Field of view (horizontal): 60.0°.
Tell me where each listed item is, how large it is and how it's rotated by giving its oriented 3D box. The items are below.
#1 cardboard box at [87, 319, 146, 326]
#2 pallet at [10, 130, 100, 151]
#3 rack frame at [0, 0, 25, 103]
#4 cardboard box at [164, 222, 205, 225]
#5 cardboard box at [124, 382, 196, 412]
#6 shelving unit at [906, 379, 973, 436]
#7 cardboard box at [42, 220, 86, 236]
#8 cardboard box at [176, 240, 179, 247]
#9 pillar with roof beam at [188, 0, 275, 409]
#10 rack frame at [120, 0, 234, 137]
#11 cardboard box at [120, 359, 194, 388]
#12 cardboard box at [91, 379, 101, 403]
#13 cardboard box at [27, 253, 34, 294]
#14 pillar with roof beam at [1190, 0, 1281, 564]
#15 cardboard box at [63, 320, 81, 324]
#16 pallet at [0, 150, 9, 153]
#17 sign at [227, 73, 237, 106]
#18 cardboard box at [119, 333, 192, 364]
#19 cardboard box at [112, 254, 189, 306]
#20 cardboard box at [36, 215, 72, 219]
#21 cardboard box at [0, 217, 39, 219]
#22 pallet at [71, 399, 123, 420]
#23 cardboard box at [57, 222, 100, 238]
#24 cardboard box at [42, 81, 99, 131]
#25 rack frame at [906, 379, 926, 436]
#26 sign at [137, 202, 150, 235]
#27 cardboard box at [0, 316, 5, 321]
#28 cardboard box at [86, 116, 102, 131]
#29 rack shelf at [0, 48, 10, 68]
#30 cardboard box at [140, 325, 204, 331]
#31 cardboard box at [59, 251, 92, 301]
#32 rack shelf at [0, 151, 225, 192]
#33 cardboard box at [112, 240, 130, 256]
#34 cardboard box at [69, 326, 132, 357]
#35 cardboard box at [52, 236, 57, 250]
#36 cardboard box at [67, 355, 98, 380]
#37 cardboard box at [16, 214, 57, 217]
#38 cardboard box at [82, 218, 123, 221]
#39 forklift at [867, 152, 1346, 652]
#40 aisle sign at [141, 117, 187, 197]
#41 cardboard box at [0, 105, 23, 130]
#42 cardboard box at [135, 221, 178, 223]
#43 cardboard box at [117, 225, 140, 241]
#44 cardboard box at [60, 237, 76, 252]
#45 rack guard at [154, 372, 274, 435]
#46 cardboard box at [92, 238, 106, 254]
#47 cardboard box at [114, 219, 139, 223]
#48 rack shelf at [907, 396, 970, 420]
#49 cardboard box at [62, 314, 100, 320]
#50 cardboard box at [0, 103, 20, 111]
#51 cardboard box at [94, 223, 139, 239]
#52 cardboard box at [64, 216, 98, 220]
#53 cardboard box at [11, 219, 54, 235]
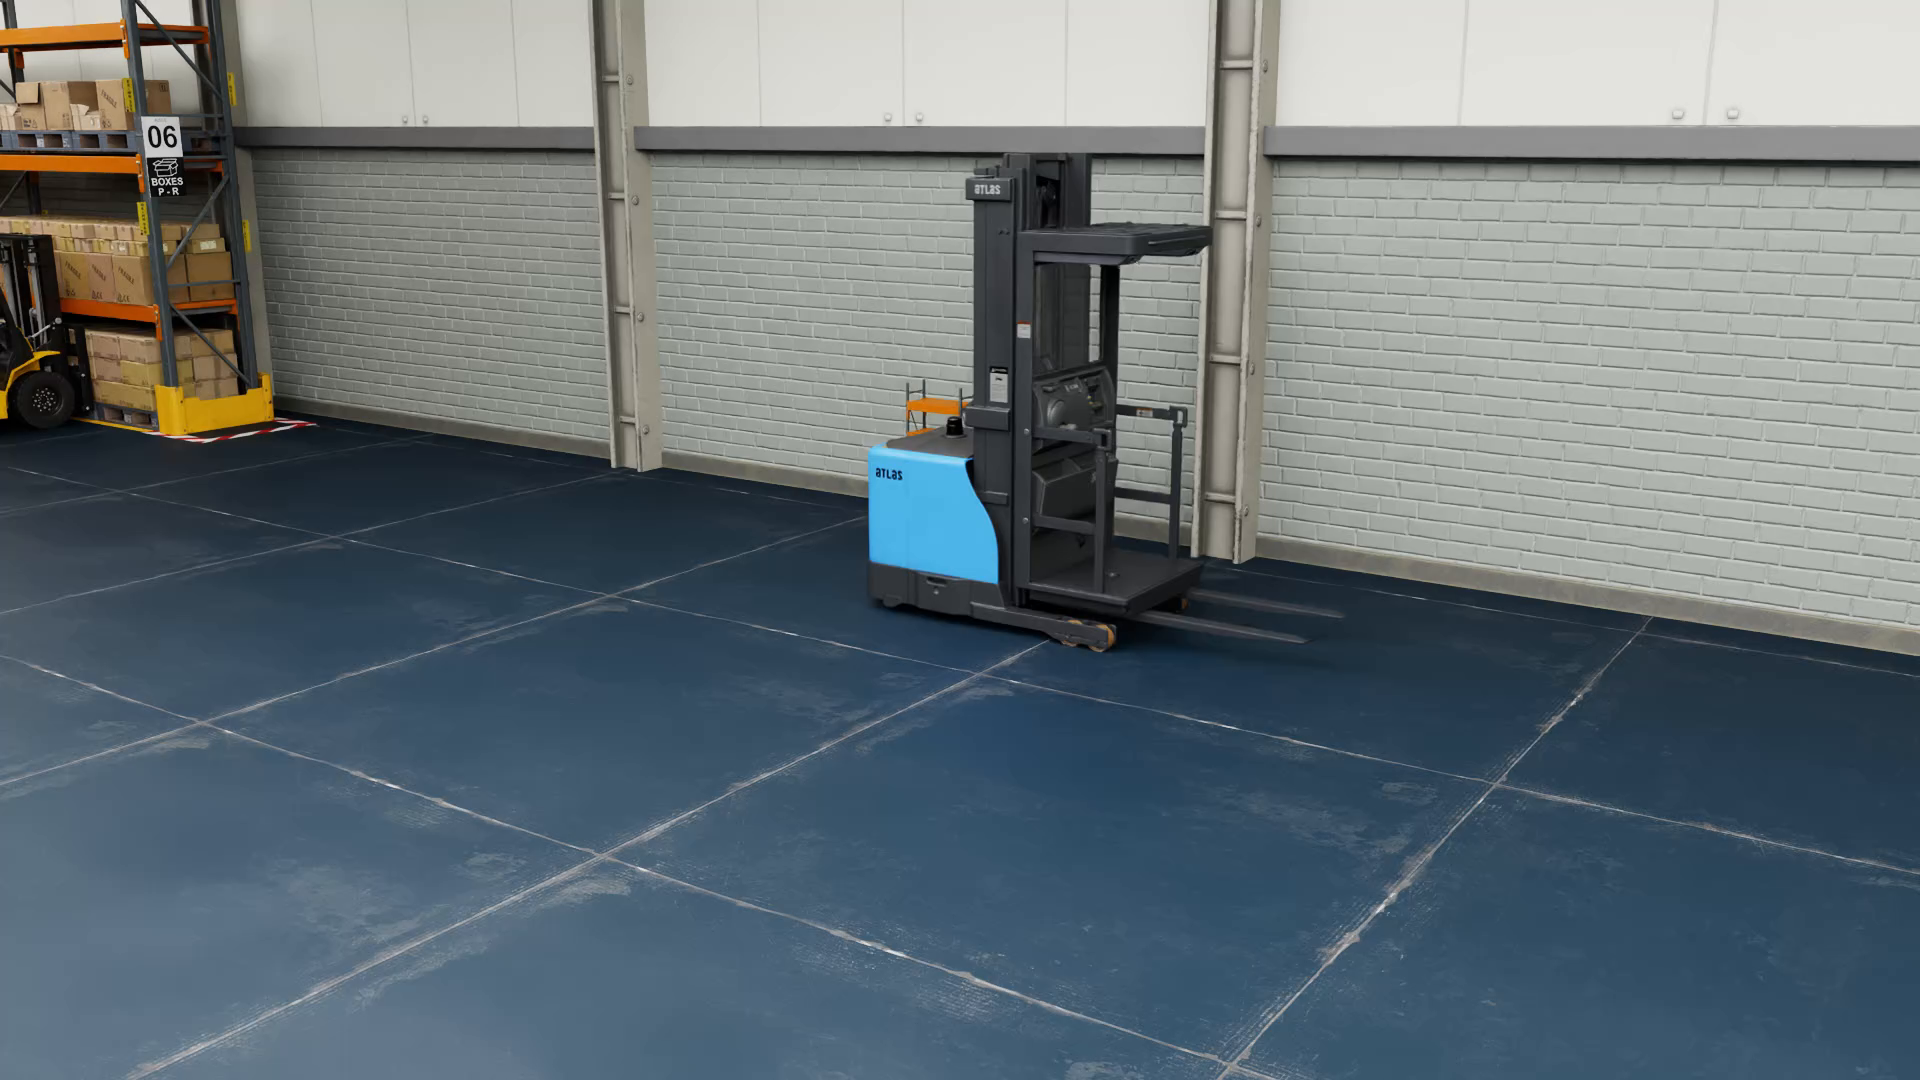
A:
[{"bbox_3d":[-9.467,-2.336,18.786,0.500,0.250,0.500,9,16,32],"label":"cardboard box"},{"bbox_3d":[-9.515,-4.350,18.097,1.213,0.211,1.003,9,17,33],"label":"pallet"},{"bbox_3d":[-11.245,-6.122,18.829,0.127,3.000,1.000,9,17,33],"label":"rack frame"},{"bbox_3d":[-8.272,-3.317,17.805,0.250,0.149,0.380,10,17,35],"label":"cardboard box"},{"bbox_3d":[-8.493,-1.543,17.662,0.500,0.250,0.500,9,17,33],"label":"cardboard box"},{"bbox_3d":[-0.137,-0.605,12.769,0.503,1.200,0.258,9,17,33],"label":"shelving unit"},{"bbox_3d":[-9.817,-3.429,18.257,0.250,0.149,0.380,9,17,33],"label":"cardboard box"},{"bbox_3d":[-8.303,-3.155,17.768,0.250,0.149,0.380,9,17,33],"label":"cardboard box"},{"bbox_3d":[-10.404,-5.001,14.297,0.400,9.000,9.100,9,17,33],"label":"pillar with roof beam"},{"bbox_3d":[-7.926,-5.586,16.662,0.127,3.000,1.000,9,17,33],"label":"rack frame"},{"bbox_3d":[-8.505,-1.789,17.614,0.500,0.250,0.500,9,16,32],"label":"cardboard box"},{"bbox_3d":[-9.310,-1.681,18.218,0.500,0.250,0.500,9,17,33],"label":"cardboard box"},{"bbox_3d":[-10.161,-3.013,18.544,0.500,0.500,0.500,9,17,32],"label":"cardboard box"},{"bbox_3d":[-0.446,-3.391,7.796,0.400,9.000,9.100,9,17,33],"label":"pillar with roof beam"},{"bbox_3d":[-10.181,-2.302,18.649,0.500,0.250,0.500,10,17,35],"label":"cardboard box"},{"bbox_3d":[-11.985,-4.689,19.679,1.217,0.209,0.805,8,16,31],"label":"pallet"},{"bbox_3d":[-7.612,-4.703,17.351,0.005,0.325,0.100,9,17,33],"label":"sign"},{"bbox_3d":[-8.483,-2.028,17.541,0.500,0.250,0.500,10,17,35],"label":"cardboard box"},{"bbox_3d":[-8.481,-2.736,17.426,0.500,0.500,0.500,9,16,32],"label":"cardboard box"},{"bbox_3d":[-10.400,-3.661,19.192,0.250,0.149,0.380,9,17,32],"label":"cardboard box"},{"bbox_3d":[-10.663,-3.567,18.812,0.250,0.149,0.380,9,16,32],"label":"cardboard box"},{"bbox_3d":[-9.592,-1.578,18.760,1.213,0.211,1.003,9,17,33],"label":"pallet"},{"bbox_3d":[-9.456,-3.339,17.892,0.250,0.149,0.380,10,17,34],"label":"cardboard box"},{"bbox_3d":[-9.224,-4.599,17.626,0.500,0.500,0.700,9,17,33],"label":"cardboard box"},{"bbox_3d":[-0.340,-0.637,12.901,0.015,1.200,0.240,9,17,33],"label":"rack frame"},{"bbox_3d":[-8.241,-3.245,16.785,0.005,0.325,0.100,9,17,33],"label":"sign"},{"bbox_3d":[-11.019,-2.437,19.194,0.500,0.250,0.500,9,16,32],"label":"cardboard box"},{"bbox_3d":[-8.783,-4.311,17.194,0.250,0.149,0.380,9,16,31],"label":"cardboard box"},{"bbox_3d":[-12.905,-5.847,20.047,4.000,0.370,1.077,9,17,33],"label":"rack shelf"},{"bbox_3d":[-8.636,-2.197,18.223,0.500,0.250,0.500,9,17,33],"label":"cardboard box"},{"bbox_3d":[-9.332,-2.876,17.991,0.500,0.500,0.500,9,16,32],"label":"cardboard box"},{"bbox_3d":[-9.586,-4.049,18.192,4.000,0.370,1.077,9,17,33],"label":"rack shelf"},{"bbox_3d":[-8.599,-3.056,17.369,0.250,0.149,0.380,9,17,34],"label":"cardboard box"},{"bbox_3d":[-9.334,-2.161,18.078,0.500,0.250,0.500,9,17,34],"label":"cardboard box"},{"bbox_3d":[-9.856,-3.267,18.221,0.250,0.149,0.380,9,16,32],"label":"cardboard box"},{"bbox_3d":[-9.355,-1.923,18.157,0.500,0.250,0.500,9,16,32],"label":"cardboard box"},{"bbox_3d":[-10.812,-3.736,19.494,0.250,0.149,0.380,9,17,33],"label":"cardboard box"},{"bbox_3d":[-9.575,-3.517,18.612,0.250,0.149,0.380,10,17,34],"label":"cardboard box"},{"bbox_3d":[0.895,-0.887,10.308,3.031,2.935,1.130,9,17,33],"label":"forklift"},{"bbox_3d":[-8.036,-3.868,16.798,0.004,0.787,0.394,9,17,33],"label":"aisle sign"},{"bbox_3d":[-10.183,-4.594,18.094,0.258,0.266,0.396,9,16,31],"label":"cardboard box"},{"bbox_3d":[-8.708,-3.380,18.057,0.250,0.149,0.380,9,17,33],"label":"cardboard box"},{"bbox_3d":[-8.563,-3.215,17.390,0.250,0.149,0.380,9,17,33],"label":"cardboard box"},{"bbox_3d":[-9.449,-3.195,17.930,0.250,0.149,0.380,9,17,33],"label":"cardboard box"},{"bbox_3d":[-7.906,-1.457,17.670,0.348,0.500,1.175,9,17,33],"label":"rack guard"},{"bbox_3d":[-8.980,-3.139,17.702,0.250,0.149,0.380,9,17,32],"label":"cardboard box"},{"bbox_3d":[-9.104,-3.465,18.402,0.250,0.149,0.380,9,16,31],"label":"cardboard box"},{"bbox_3d":[-0.137,-0.986,12.674,0.480,0.148,0.258,9,17,33],"label":"rack shelf"},{"bbox_3d":[-10.300,-2.472,19.336,0.500,0.250,0.500,9,16,32],"label":"cardboard box"},{"bbox_3d":[-10.691,-4.715,18.490,0.500,0.311,0.500,10,17,34],"label":"cardboard box"},{"bbox_3d":[-8.961,-3.293,17.704,0.250,0.149,0.380,9,17,33],"label":"cardboard box"},{"bbox_3d":[-9.953,-3.601,18.950,0.250,0.149,0.380,9,16,32],"label":"cardboard box"},{"bbox_3d":[-10.276,-3.482,18.471,0.250,0.149,0.380,9,16,32],"label":"cardboard box"}]
